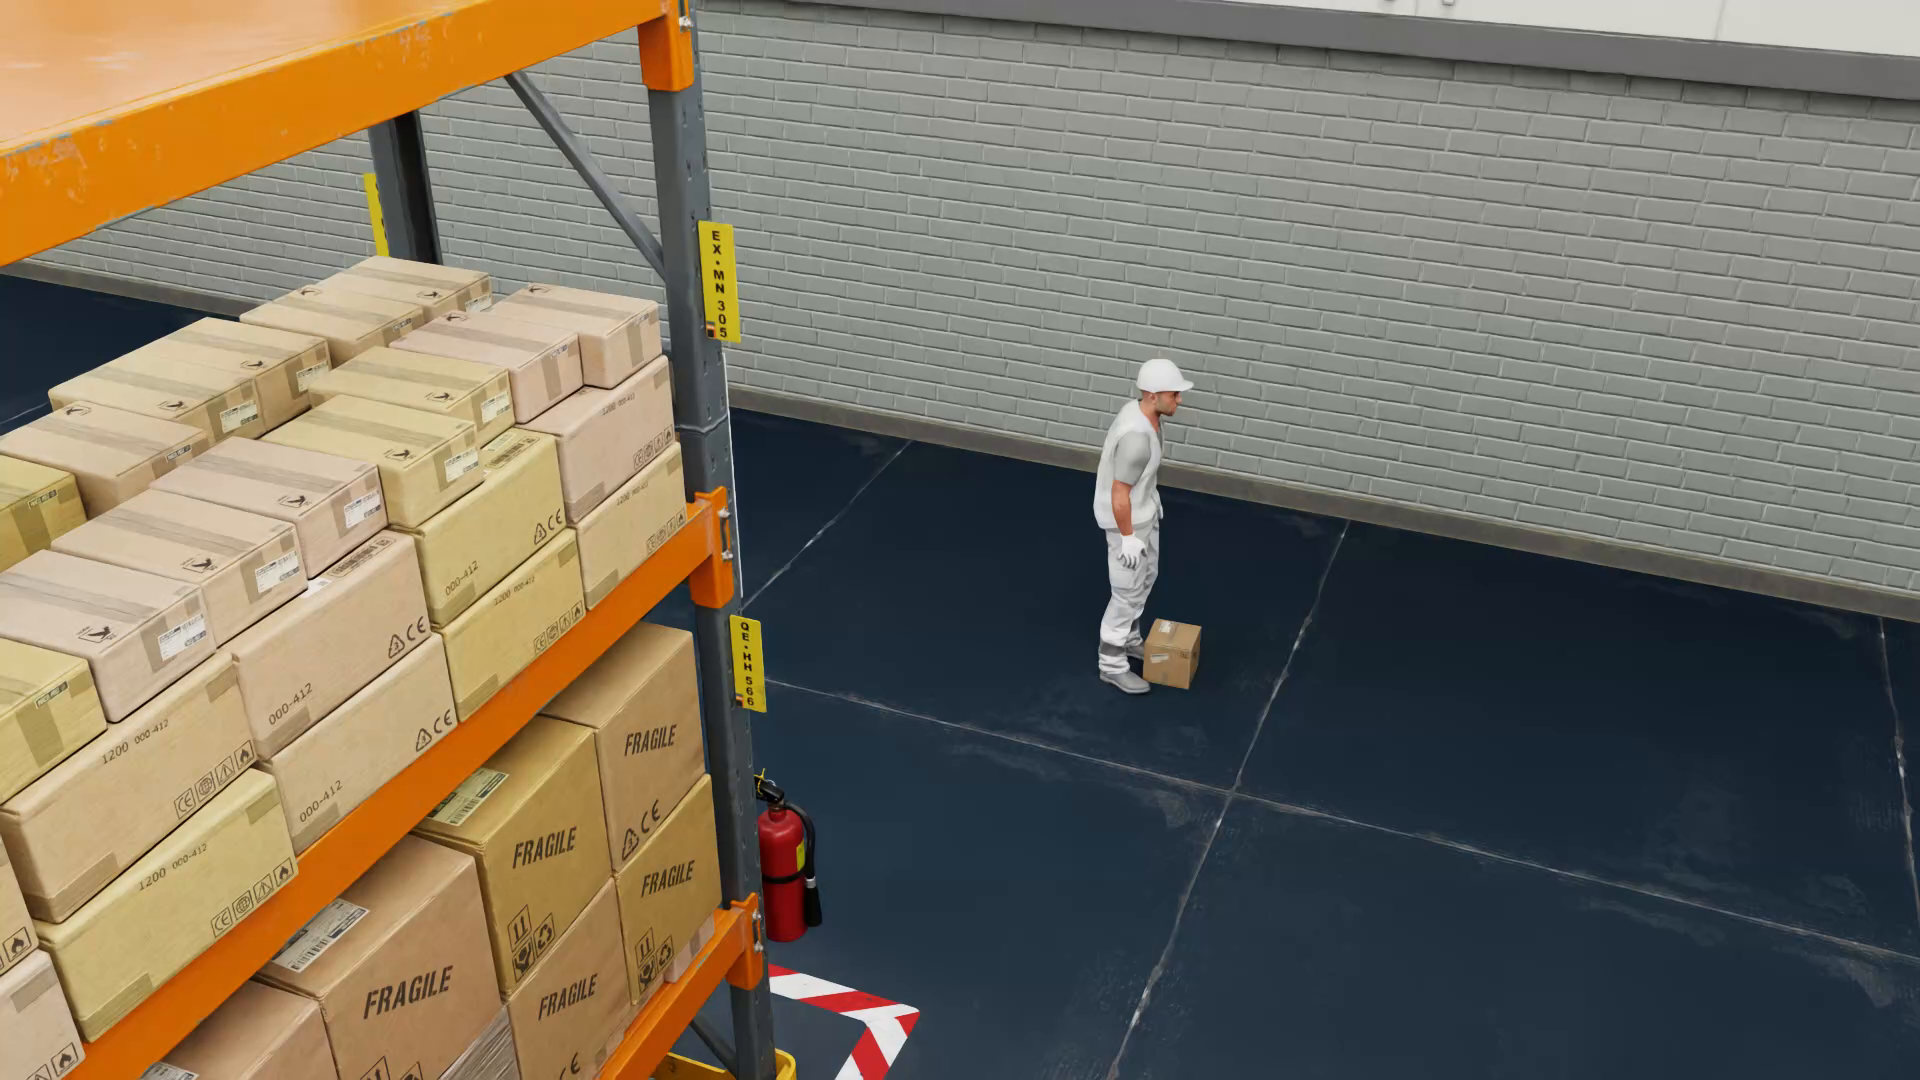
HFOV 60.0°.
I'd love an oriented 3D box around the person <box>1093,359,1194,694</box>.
[{"bbox_3d":[0.922,-0.103,8.569,0.451,1.779,0.618,9,31,16],"label":"person"}]
